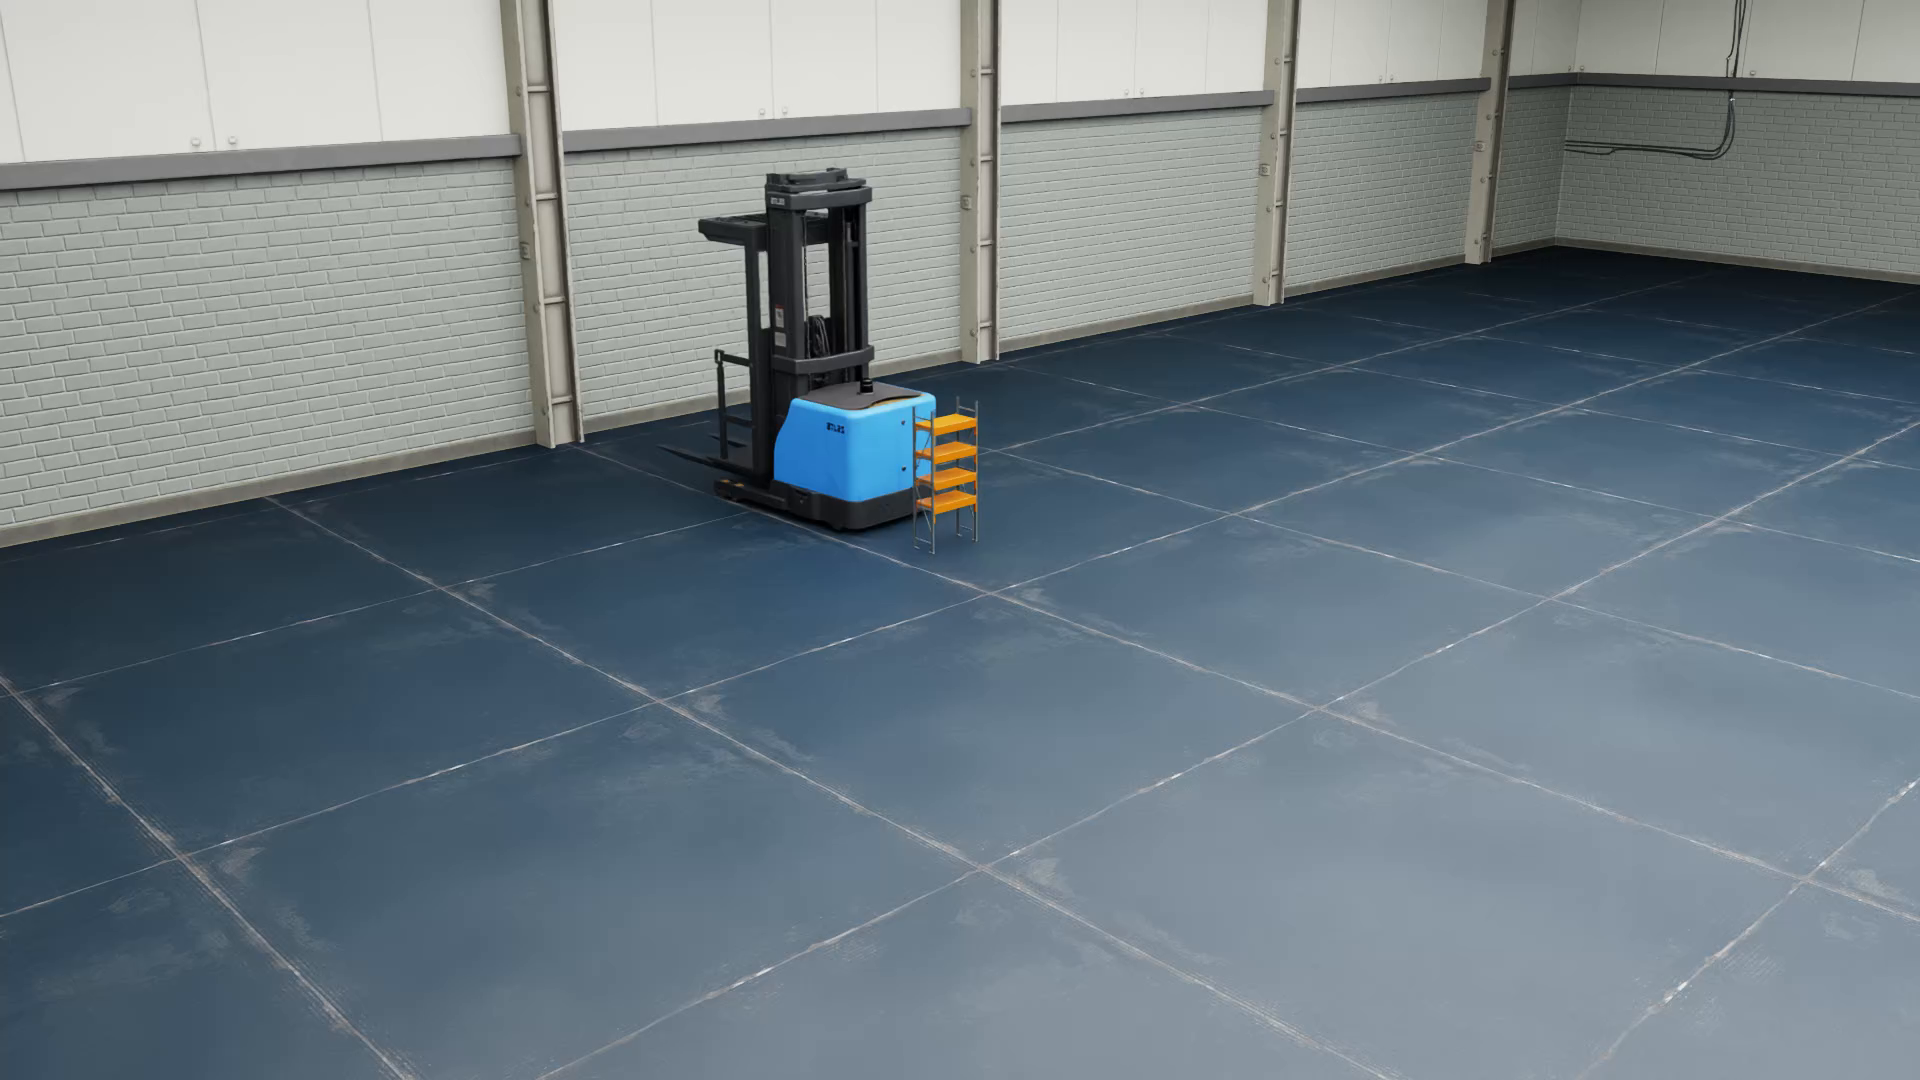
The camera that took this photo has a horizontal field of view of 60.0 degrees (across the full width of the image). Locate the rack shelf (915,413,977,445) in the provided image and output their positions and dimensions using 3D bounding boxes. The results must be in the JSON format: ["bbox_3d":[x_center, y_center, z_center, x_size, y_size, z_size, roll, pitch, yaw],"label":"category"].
[{"bbox_3d":[-0.120,-0.909,13.570,0.480,0.148,0.258,-16,24,-41],"label":"rack shelf"}]

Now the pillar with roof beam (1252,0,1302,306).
[{"bbox_3d":[7.567,-6.864,20.564,0.400,9.000,9.100,-16,24,-41],"label":"pillar with roof beam"}]

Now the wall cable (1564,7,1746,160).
[{"bbox_3d":[12.018,-7.951,28.951,0.112,2.526,3.097,-16,24,-41],"label":"wall cable"}]

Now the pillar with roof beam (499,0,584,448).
[{"bbox_3d":[-1.152,-4.321,12.722,0.400,9.000,9.100,-16,24,-41],"label":"pillar with roof beam"}]

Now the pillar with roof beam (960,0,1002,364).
[{"bbox_3d":[3.208,-5.592,16.643,0.400,9.000,9.100,-16,24,-41],"label":"pillar with roof beam"}]

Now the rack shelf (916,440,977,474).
[{"bbox_3d":[-0.120,-0.684,13.643,0.480,0.148,0.258,-16,24,-41],"label":"rack shelf"}]

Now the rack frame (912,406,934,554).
[{"bbox_3d":[-0.298,-0.484,13.532,0.015,1.200,0.240,-16,24,-41],"label":"rack frame"}]

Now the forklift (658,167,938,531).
[{"bbox_3d":[-1.603,-1.843,14.915,3.031,2.935,1.130,17,24,42],"label":"forklift"}]

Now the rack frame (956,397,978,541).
[{"bbox_3d":[0.057,-0.587,13.851,0.015,1.200,0.240,-16,24,-41],"label":"rack frame"}]

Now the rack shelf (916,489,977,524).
[{"bbox_3d":[-0.120,-0.283,13.773,0.480,0.148,0.258,-16,24,-41],"label":"rack shelf"}]

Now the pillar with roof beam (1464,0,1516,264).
[{"bbox_3d":[11.927,-8.135,24.486,0.400,9.000,9.100,-16,24,-41],"label":"pillar with roof beam"}]

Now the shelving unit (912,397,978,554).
[{"bbox_3d":[-0.120,-0.536,13.691,0.503,1.200,0.258,-16,24,-41],"label":"shelving unit"}]

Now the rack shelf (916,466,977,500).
[{"bbox_3d":[-0.120,-0.472,13.712,0.480,0.148,0.258,-16,24,-41],"label":"rack shelf"}]

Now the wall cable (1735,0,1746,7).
[{"bbox_3d":[13.877,-9.747,26.303,0.112,2.526,3.097,-16,24,-41],"label":"wall cable"}]
